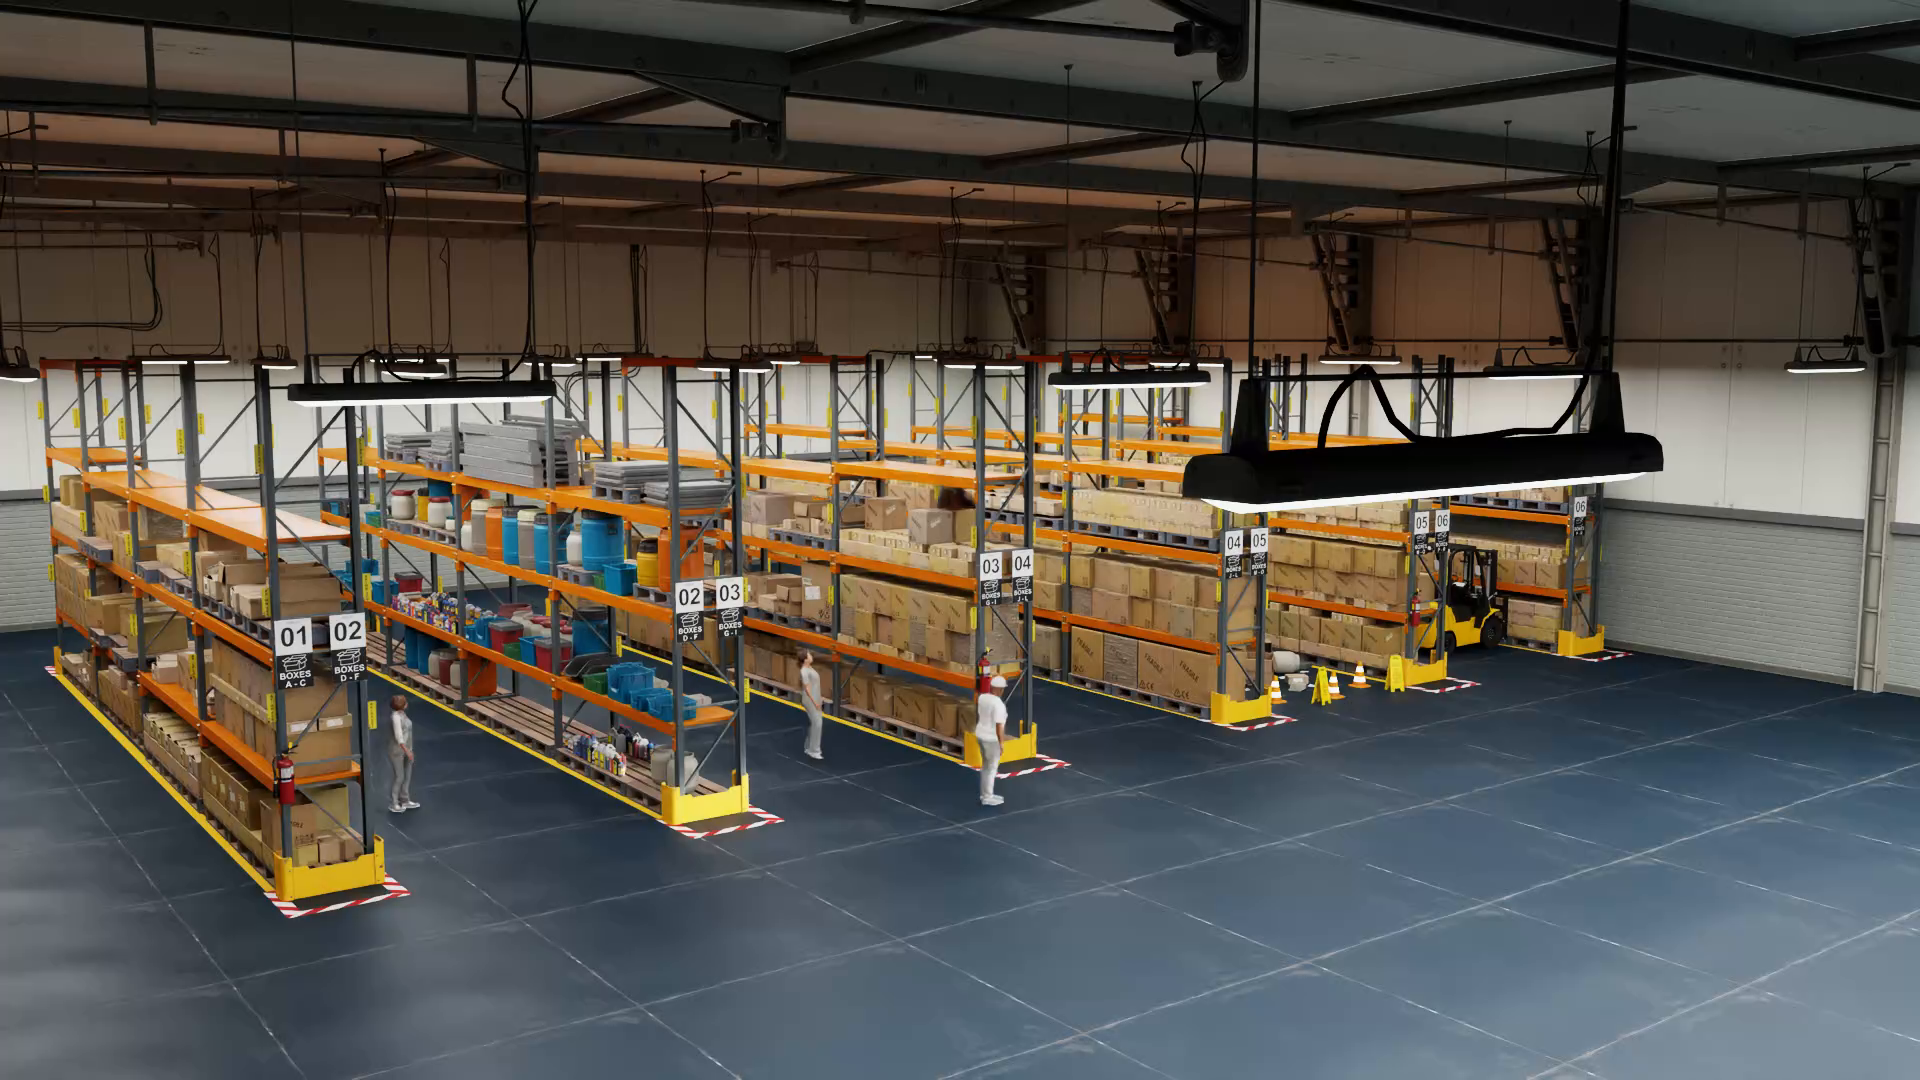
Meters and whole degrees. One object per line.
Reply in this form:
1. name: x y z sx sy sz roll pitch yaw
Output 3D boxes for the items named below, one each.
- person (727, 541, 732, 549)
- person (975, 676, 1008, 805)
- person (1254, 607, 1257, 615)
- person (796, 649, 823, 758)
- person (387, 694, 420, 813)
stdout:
1. person: -5.622 0.530 41.716 0.611 1.573 0.431 -6 9 -41
2. person: 0.456 2.733 22.761 0.450 1.772 0.603 -3 8 -26
3. person: 6.536 1.029 36.846 0.441 1.794 0.608 -2 7 -15
4. person: -2.238 2.499 25.456 0.494 1.690 0.497 2 7 20
5. person: -7.485 2.879 22.380 0.465 1.580 0.449 1 7 7
